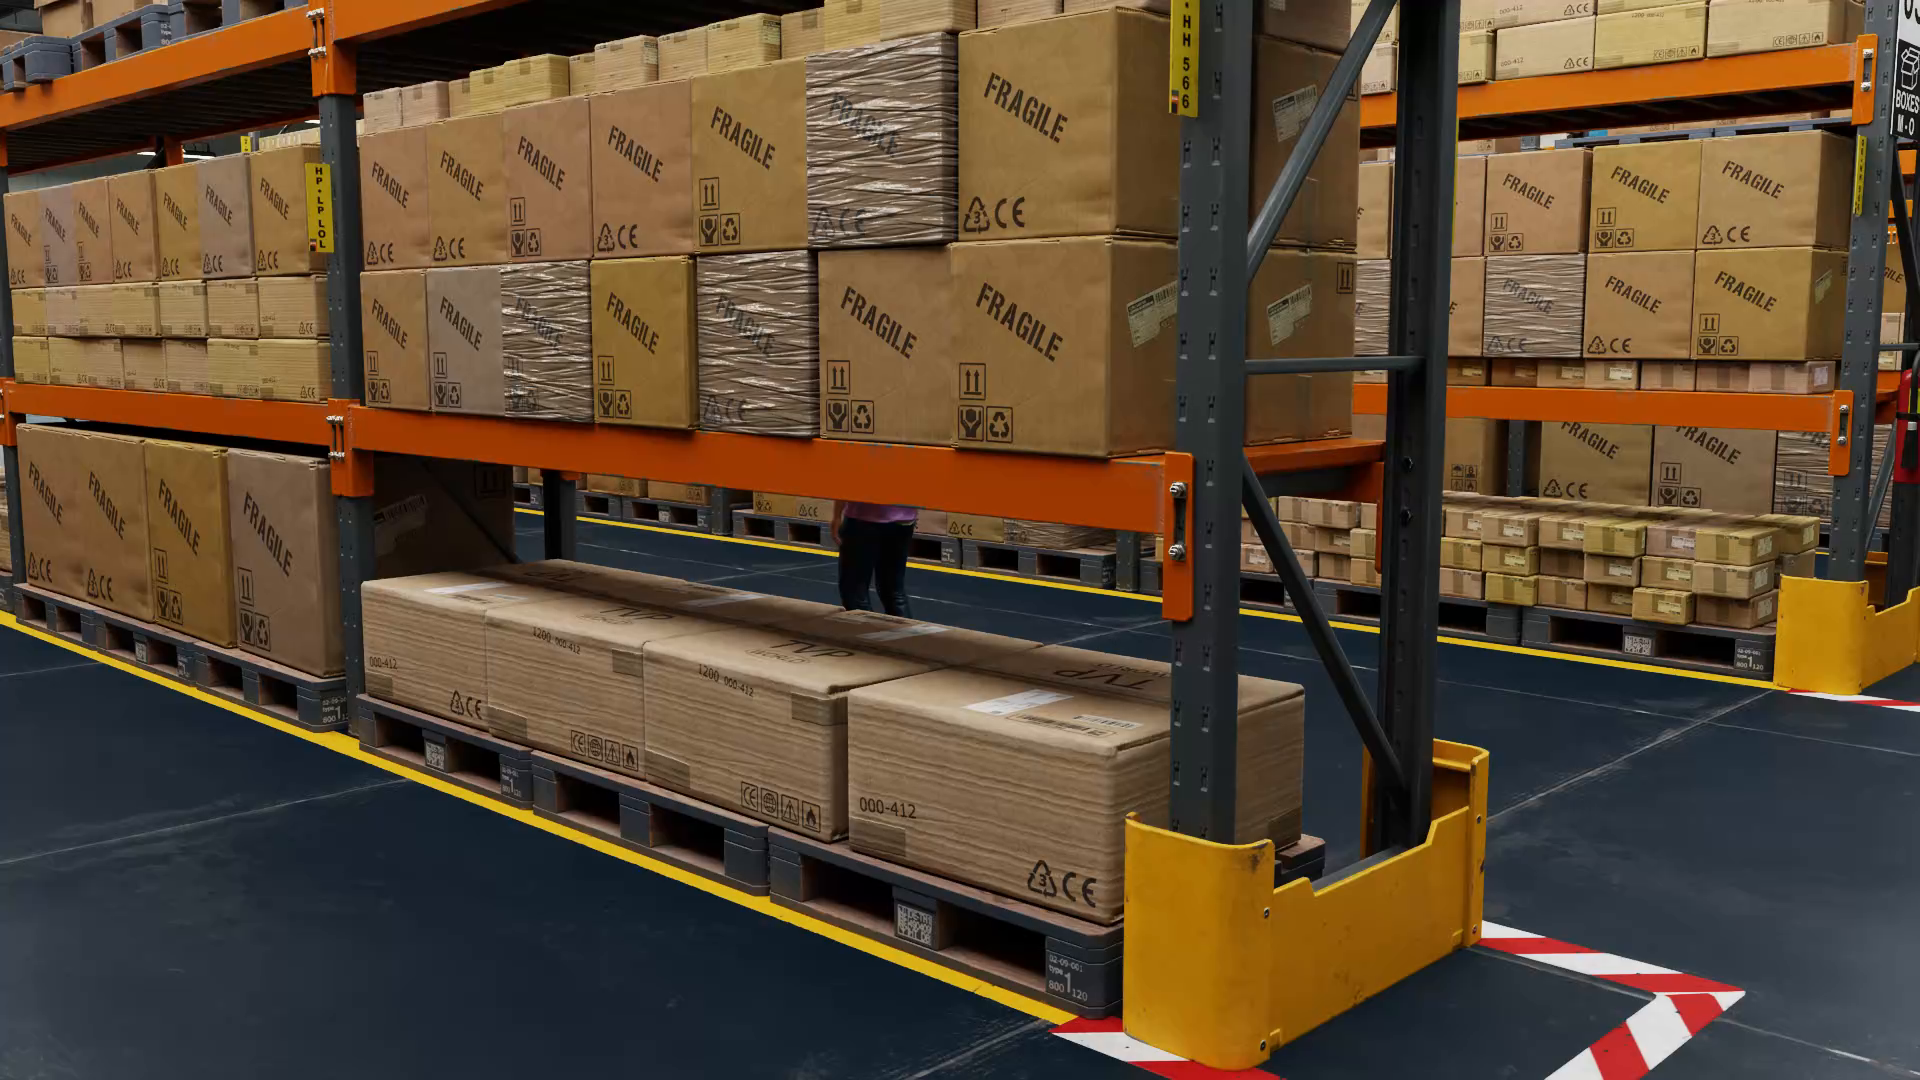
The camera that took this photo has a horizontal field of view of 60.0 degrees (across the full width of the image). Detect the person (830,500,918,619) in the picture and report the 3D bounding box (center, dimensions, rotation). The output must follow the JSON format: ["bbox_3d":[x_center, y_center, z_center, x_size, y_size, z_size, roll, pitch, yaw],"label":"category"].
[{"bbox_3d":[-0.363,-0.093,7.091,0.345,1.581,0.460,7,10,42],"label":"person"}]
